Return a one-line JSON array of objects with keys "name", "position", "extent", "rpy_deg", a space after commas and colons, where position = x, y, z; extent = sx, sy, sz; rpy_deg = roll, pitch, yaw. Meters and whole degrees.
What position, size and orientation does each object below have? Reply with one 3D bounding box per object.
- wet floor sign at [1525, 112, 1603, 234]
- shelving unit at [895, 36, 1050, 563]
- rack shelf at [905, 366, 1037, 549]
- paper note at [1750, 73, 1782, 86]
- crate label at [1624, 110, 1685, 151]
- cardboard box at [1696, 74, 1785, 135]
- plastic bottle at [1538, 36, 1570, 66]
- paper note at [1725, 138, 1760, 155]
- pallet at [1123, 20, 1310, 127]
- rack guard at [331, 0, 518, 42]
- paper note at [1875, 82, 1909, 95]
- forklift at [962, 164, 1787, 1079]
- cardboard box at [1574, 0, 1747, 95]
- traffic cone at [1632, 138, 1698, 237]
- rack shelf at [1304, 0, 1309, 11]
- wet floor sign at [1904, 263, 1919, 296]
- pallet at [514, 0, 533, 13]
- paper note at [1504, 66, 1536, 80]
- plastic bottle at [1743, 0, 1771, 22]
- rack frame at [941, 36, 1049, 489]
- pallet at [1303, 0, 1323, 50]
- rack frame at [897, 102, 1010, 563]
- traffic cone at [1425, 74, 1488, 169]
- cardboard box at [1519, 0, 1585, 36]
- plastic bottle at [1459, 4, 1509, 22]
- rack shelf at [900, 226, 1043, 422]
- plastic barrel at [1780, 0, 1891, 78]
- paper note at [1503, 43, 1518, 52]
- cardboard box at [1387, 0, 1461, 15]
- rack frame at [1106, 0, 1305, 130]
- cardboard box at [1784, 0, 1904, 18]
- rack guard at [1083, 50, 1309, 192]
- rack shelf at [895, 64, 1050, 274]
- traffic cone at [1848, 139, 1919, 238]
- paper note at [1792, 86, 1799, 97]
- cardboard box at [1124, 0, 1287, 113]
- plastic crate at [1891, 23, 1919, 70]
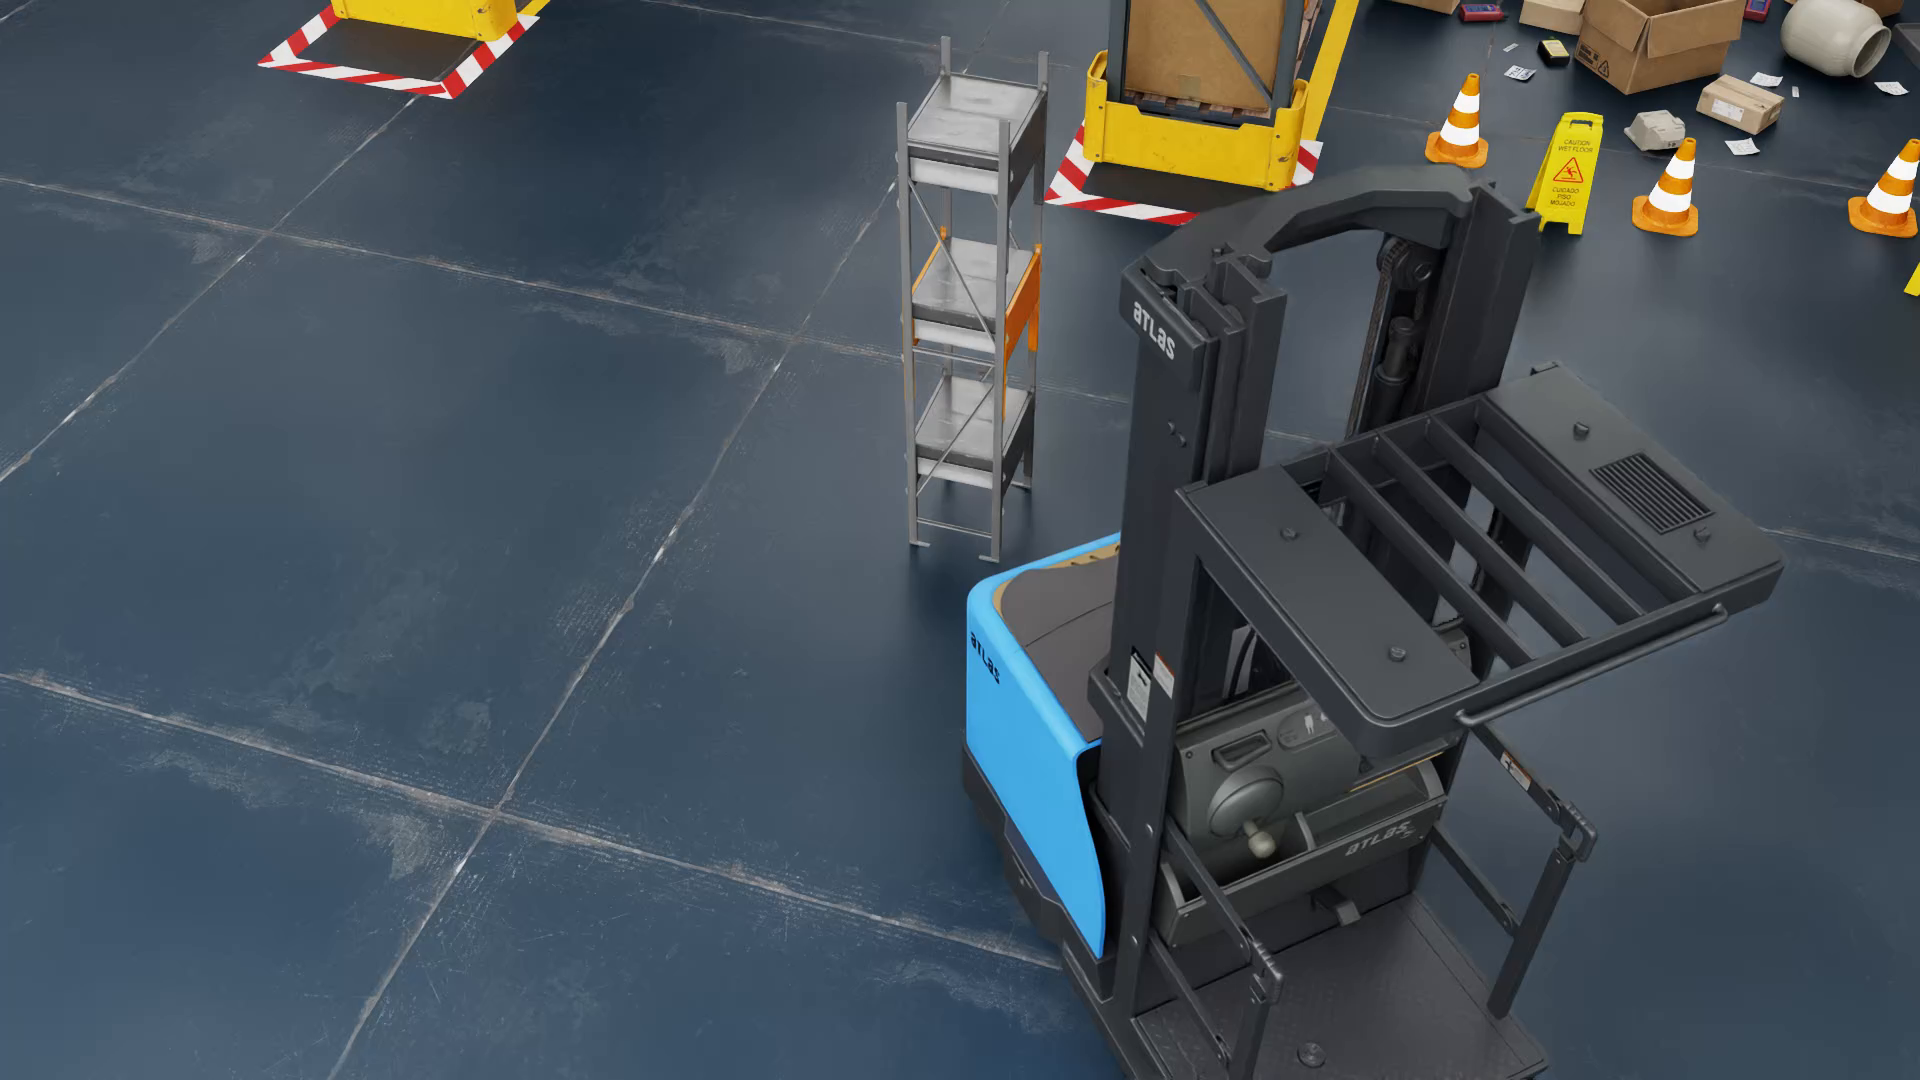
[{"name": "wet floor sign", "position": [3.169, -1.938, 8.668], "extent": [0.267, 0.644, 0.232], "rpy_deg": [5, 45, 5]}, {"name": "shelving unit", "position": [0.050, -0.861, 6.527], "extent": [0.431, 2.100, 0.503], "rpy_deg": [13, 46, 12]}, {"name": "rack shelf", "position": [0.050, -0.351, 7.026], "extent": [0.431, 0.518, 0.480], "rpy_deg": [13, 46, 12]}, {"name": "paper note", "position": [4.829, -2.758, 9.954], "extent": [0.148, 0.019, 0.142], "rpy_deg": [28, 51, 26]}, {"name": "crate label", "position": [3.958, -2.320, 9.421], "extent": [0.250, 0.136, 0.298], "rpy_deg": [-9, 45, -9]}, {"name": "cardboard box", "position": [4.511, -2.519, 9.617], "extent": [0.250, 0.149, 0.380], "rpy_deg": [-33, 53, -29]}, {"name": "plastic bottle", "position": [3.621, -2.996, 10.167], "extent": [0.133, 0.061, 0.283], "rpy_deg": [-2, 44, -2]}, {"name": "paper note", "position": [4.429, -2.228, 9.404], "extent": [0.148, 0.019, 0.142], "rpy_deg": [-2, 44, -2]}, {"name": "pallet", "position": [1.459, -2.771, 9.830], "extent": [1.003, 0.211, 1.213], "rpy_deg": [13, 46, 13]}, {"name": "rack guard", "position": [-3.382, -3.493, 10.362], "extent": [1.175, 0.500, 0.348], "rpy_deg": [13, 46, 13]}, {"name": "paper note", "position": [5.537, -2.690, 9.876], "extent": [0.142, 0.019, 0.148], "rpy_deg": [-2, 44, -2]}, {"name": "forklift", "position": [1.098, 0.650, 4.389], "extent": [1.130, 2.935, 3.031], "rpy_deg": [-19, 47, -18]}, {"name": "cardboard box", "position": [4.158, -3.052, 9.908], "extent": [0.797, 0.503, 0.637], "rpy_deg": [-16, 47, -16]}, {"name": "traffic cone", "position": [3.779, -1.899, 8.759], "extent": [0.336, 0.463, 0.334], "rpy_deg": [13, 46, 13]}, {"name": "rack shelf", "position": [1.897, -4.294, 9.907], "extent": [1.077, 0.370, 4.000], "rpy_deg": [13, 46, 13]}, {"name": "wet floor sign", "position": [4.962, -1.496, 8.216], "extent": [0.267, 0.644, 0.232], "rpy_deg": [28, 51, 26]}, {"name": "pallet", "position": [-3.103, -3.924, 11.008], "extent": [1.003, 0.211, 1.213], "rpy_deg": [13, 46, 13]}, {"name": "paper note", "position": [3.372, -2.814, 10.004], "extent": [0.144, 0.017, 0.142], "rpy_deg": [28, 51, 26]}, {"name": "plastic bottle", "position": [5.073, -3.390, 10.570], "extent": [0.133, 0.061, 0.283], "rpy_deg": [20, 48, 19]}, {"name": "rack frame", "position": [0.124, -1.023, 6.694], "extent": [0.400, 2.100, 0.015], "rpy_deg": [13, 46, 12]}, {"name": "pallet", "position": [1.830, -3.582, 10.658], "extent": [1.003, 0.211, 1.213], "rpy_deg": [13, 46, 13]}, {"name": "rack frame", "position": [-0.024, -0.698, 6.361], "extent": [0.400, 2.100, 0.015], "rpy_deg": [13, 46, 12]}, {"name": "traffic cone", "position": [2.805, -2.365, 9.235], "extent": [0.336, 0.463, 0.334], "rpy_deg": [13, 46, 13]}, {"name": "cardboard box", "position": [3.737, -3.371, 10.405], "extent": [0.396, 0.266, 0.258], "rpy_deg": [20, 48, 19]}, {"name": "plastic bottle", "position": [3.314, -3.333, 10.511], "extent": [0.283, 0.061, 0.133], "rpy_deg": [-2, 44, -2]}, {"name": "rack shelf", "position": [0.050, -0.851, 6.537], "extent": [0.431, 0.518, 0.480], "rpy_deg": [13, 46, 12]}, {"name": "plastic barrel", "position": [5.222, -3.014, 9.926], "extent": [0.421, 0.421, 0.512], "rpy_deg": [-24, 49, -22]}, {"name": "paper note", "position": [3.393, -3.034, 10.242], "extent": [0.123, 0.001, 0.032], "rpy_deg": [-33, 53, -29]}, {"name": "cardboard box", "position": [3.010, -3.740, 10.612], "extent": [0.500, 0.500, 0.500], "rpy_deg": [20, 48, 19]}, {"name": "rack frame", "position": [1.291, -3.218, 8.293], "extent": [1.000, 3.000, 0.127], "rpy_deg": [13, 46, 13]}, {"name": "cardboard box", "position": [5.629, -3.585, 10.453], "extent": [0.500, 0.500, 0.500], "rpy_deg": [-24, 49, -22]}, {"name": "rack guard", "position": [1.284, -2.309, 9.151], "extent": [1.175, 0.500, 0.348], "rpy_deg": [13, 46, 13]}, {"name": "rack shelf", "position": [0.050, -1.351, 6.047], "extent": [0.431, 0.518, 0.480], "rpy_deg": [13, 46, 12]}, {"name": "traffic cone", "position": [4.940, -1.890, 8.750], "extent": [0.336, 0.463, 0.334], "rpy_deg": [13, 46, 13]}, {"name": "paper note", "position": [4.953, -2.658, 9.858], "extent": [0.032, 0.001, 0.123], "rpy_deg": [13, 46, 13]}, {"name": "cardboard box", "position": [1.434, -3.075, 9.366], "extent": [0.875, 0.875, 0.875], "rpy_deg": [13, 46, 13]}, {"name": "plastic crate", "position": [5.994, -2.987, 10.144], "extent": [0.402, 0.080, 0.583], "rpy_deg": [-2, 44, -2]}]
